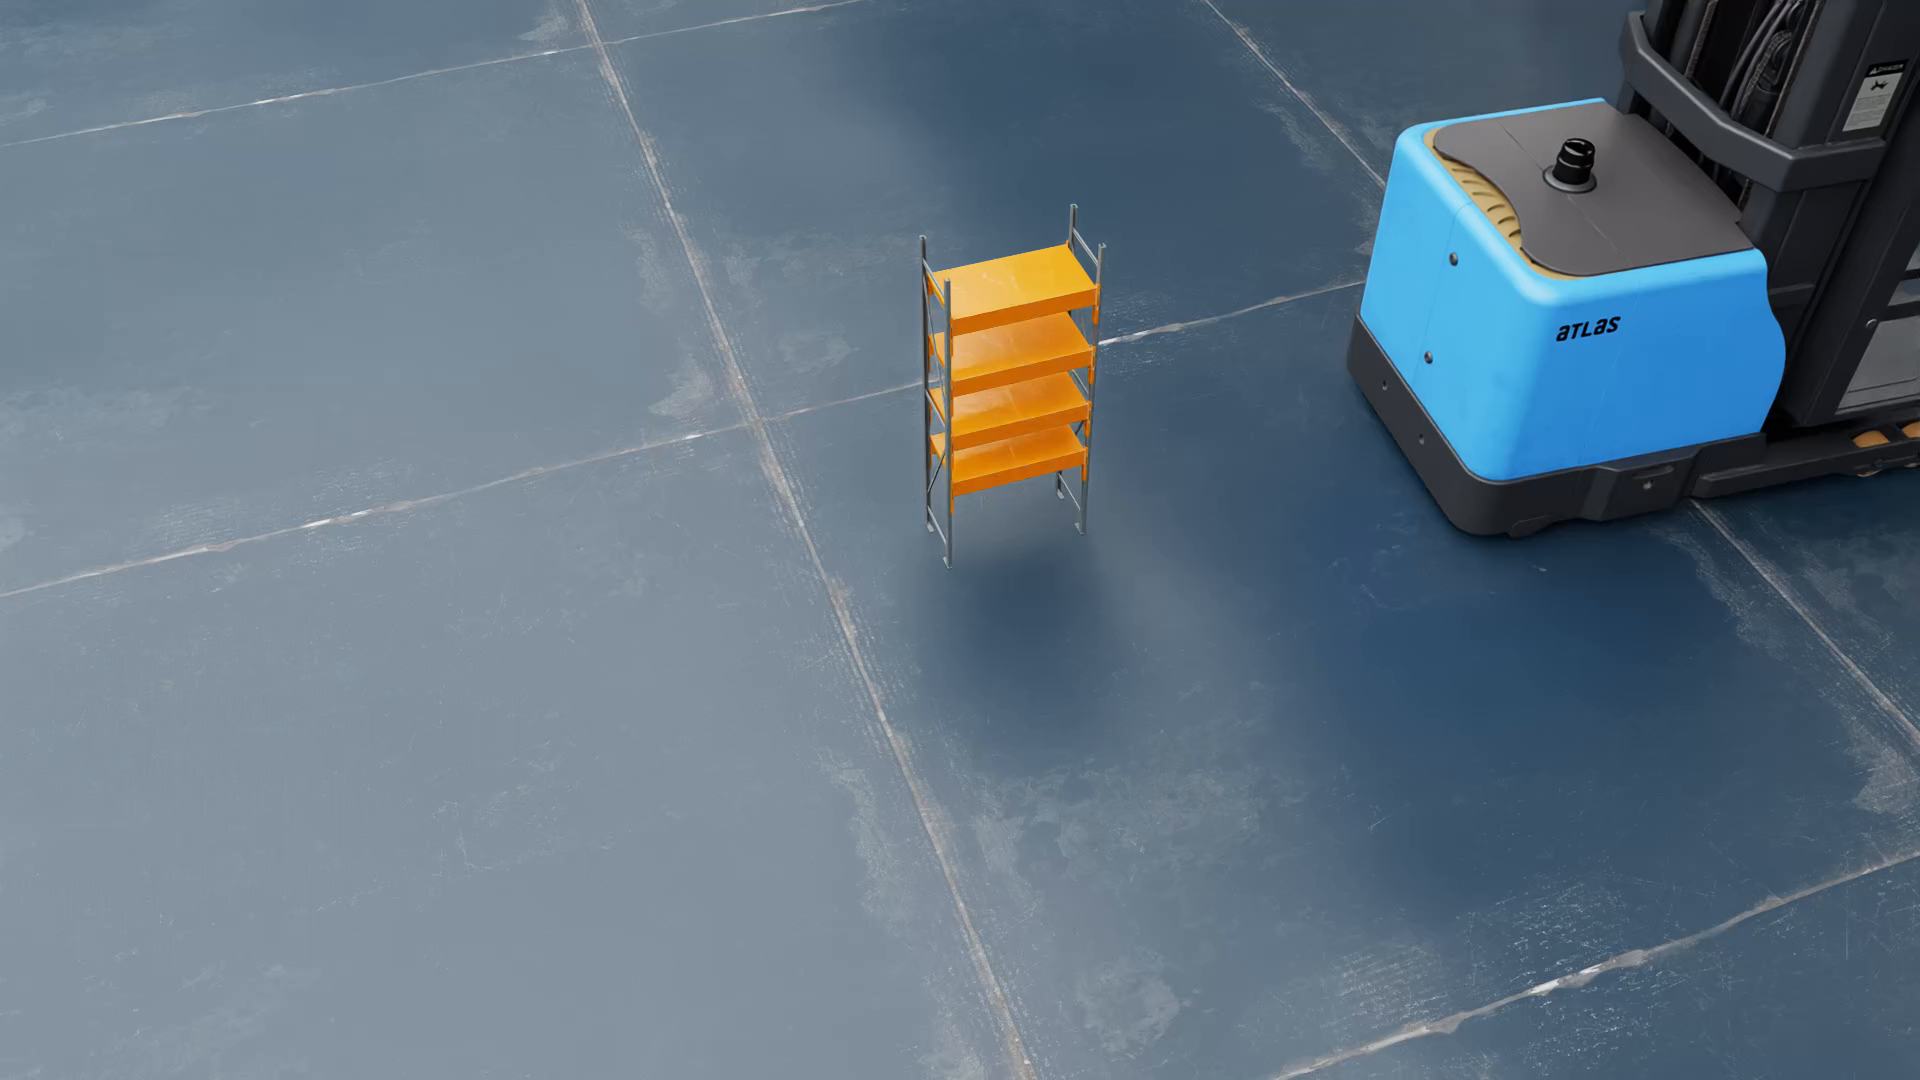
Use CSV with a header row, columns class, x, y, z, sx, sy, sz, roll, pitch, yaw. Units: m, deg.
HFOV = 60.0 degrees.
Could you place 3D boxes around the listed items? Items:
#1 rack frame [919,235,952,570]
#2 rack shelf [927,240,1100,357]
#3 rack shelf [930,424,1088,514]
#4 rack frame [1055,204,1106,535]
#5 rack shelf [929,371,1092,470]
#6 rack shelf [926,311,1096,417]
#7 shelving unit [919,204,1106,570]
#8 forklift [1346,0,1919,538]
class,x,y,z,sx,sy,sz,roll,pitch,yaw
rack frame,-0.074,-0.405,5.306,0.015,1.200,0.240,-14,47,-14
rack shelf,0.156,-0.741,5.086,0.480,0.148,0.258,-14,47,-14
rack shelf,0.156,-0.276,5.553,0.480,0.148,0.258,-14,47,-14
rack frame,0.385,-0.522,5.423,0.015,1.200,0.240,-14,47,-14
rack shelf,0.156,-0.416,5.412,0.480,0.148,0.258,-14,47,-14
rack shelf,0.156,-0.574,5.254,0.480,0.148,0.258,-14,47,-14
shelving unit,0.156,-0.463,5.365,0.503,1.200,0.258,-14,47,-14
forklift,3.039,-1.615,5.291,3.031,2.935,1.130,-11,46,-10
